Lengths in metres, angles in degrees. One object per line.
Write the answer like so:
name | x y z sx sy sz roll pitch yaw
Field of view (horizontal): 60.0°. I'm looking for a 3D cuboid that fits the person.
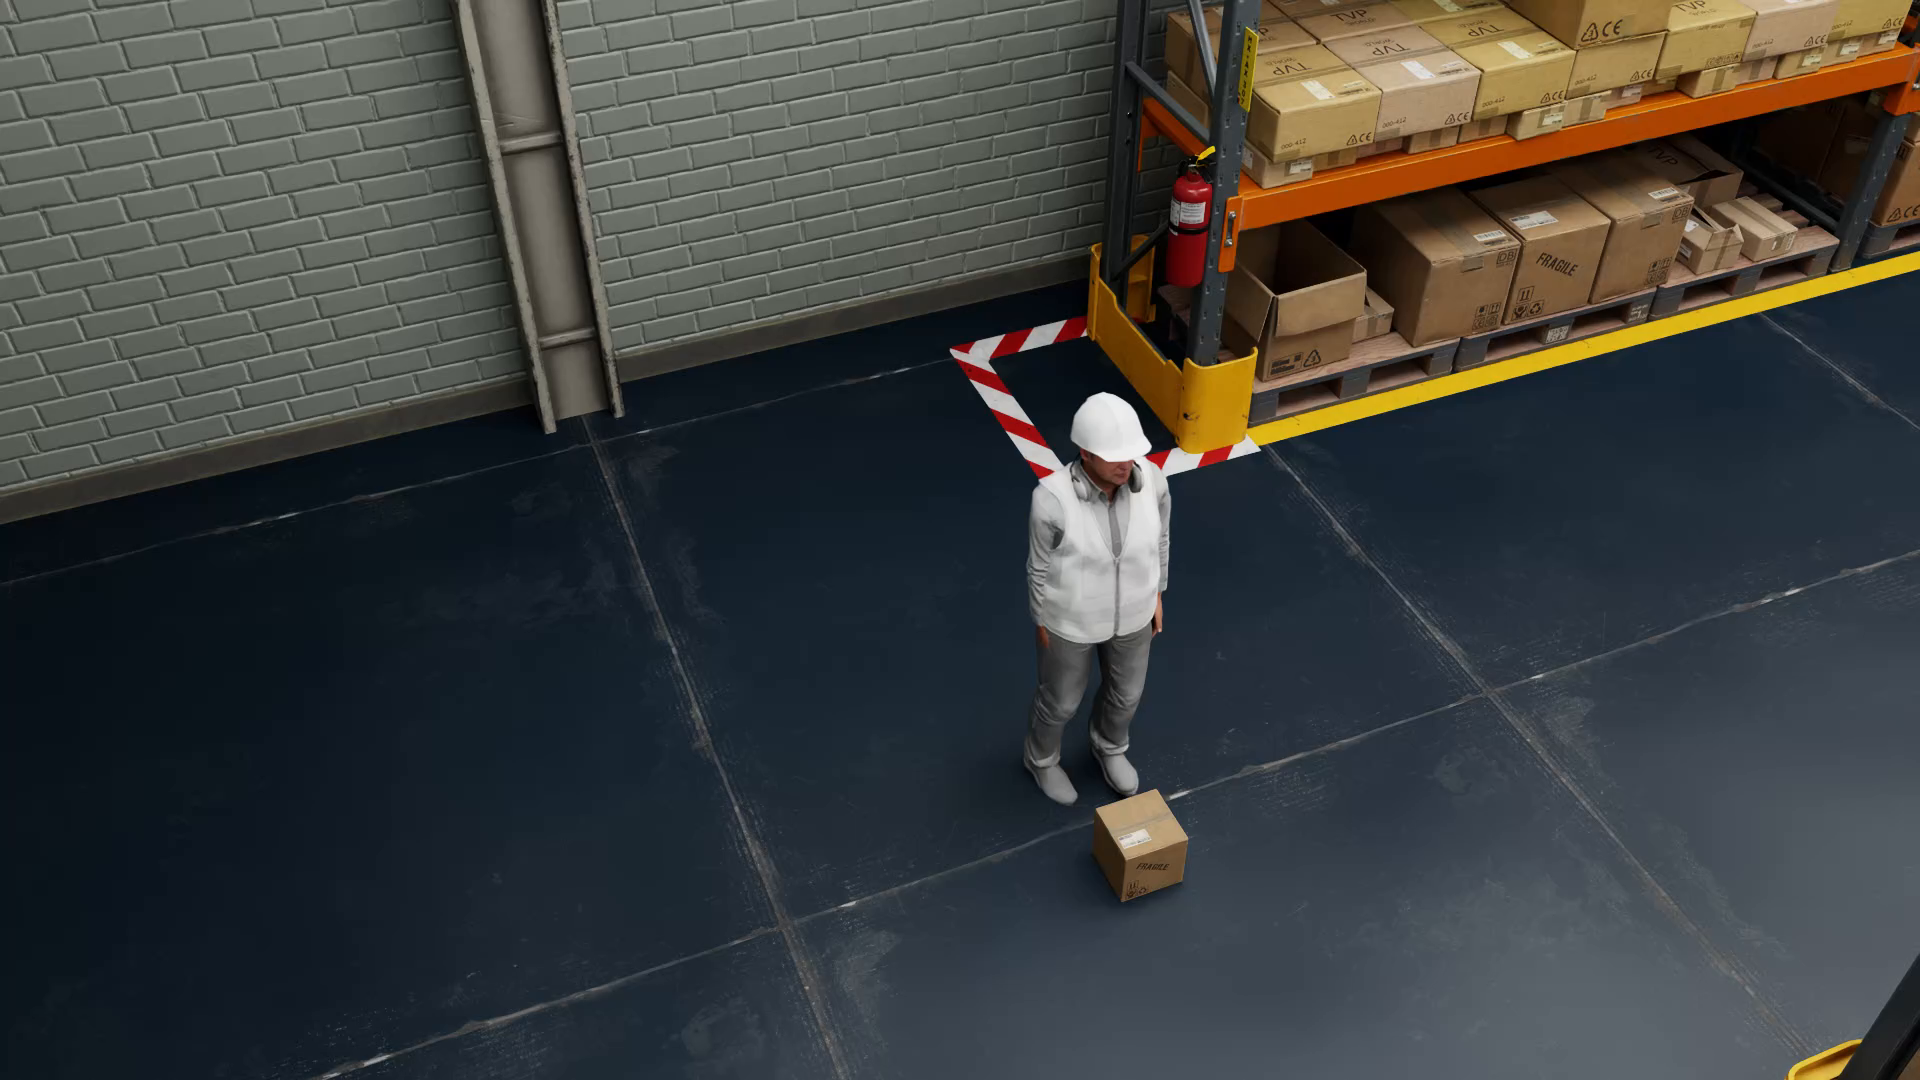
person | 0.492 0.249 5.877 0.532 1.789 0.366 -14 43 -15
